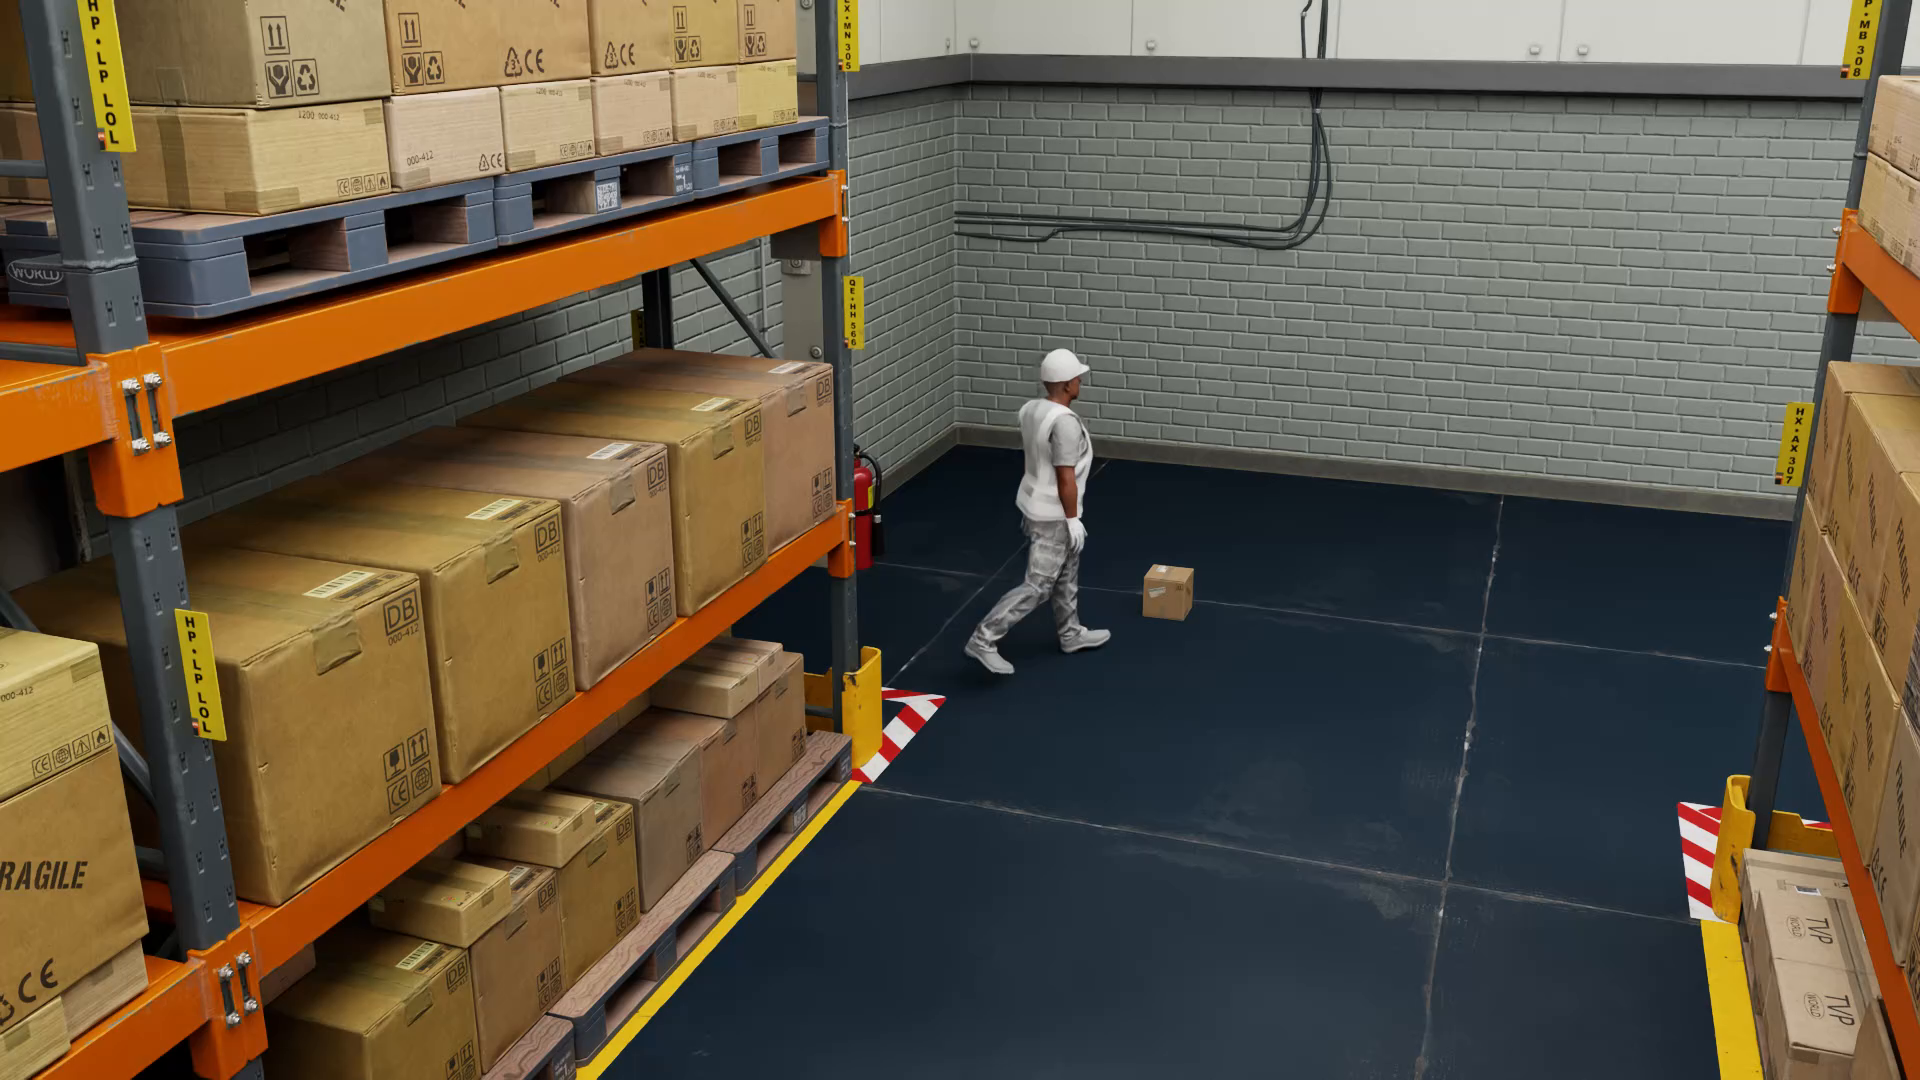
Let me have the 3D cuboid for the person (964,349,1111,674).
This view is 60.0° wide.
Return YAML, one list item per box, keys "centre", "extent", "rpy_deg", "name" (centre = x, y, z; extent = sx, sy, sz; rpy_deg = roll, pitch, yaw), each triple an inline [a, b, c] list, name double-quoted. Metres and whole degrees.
- centre: [0.449, -0.148, 8.980]
  extent: [0.926, 1.767, 0.566]
  rpy_deg: [-4, 19, -12]
  name: "person"
